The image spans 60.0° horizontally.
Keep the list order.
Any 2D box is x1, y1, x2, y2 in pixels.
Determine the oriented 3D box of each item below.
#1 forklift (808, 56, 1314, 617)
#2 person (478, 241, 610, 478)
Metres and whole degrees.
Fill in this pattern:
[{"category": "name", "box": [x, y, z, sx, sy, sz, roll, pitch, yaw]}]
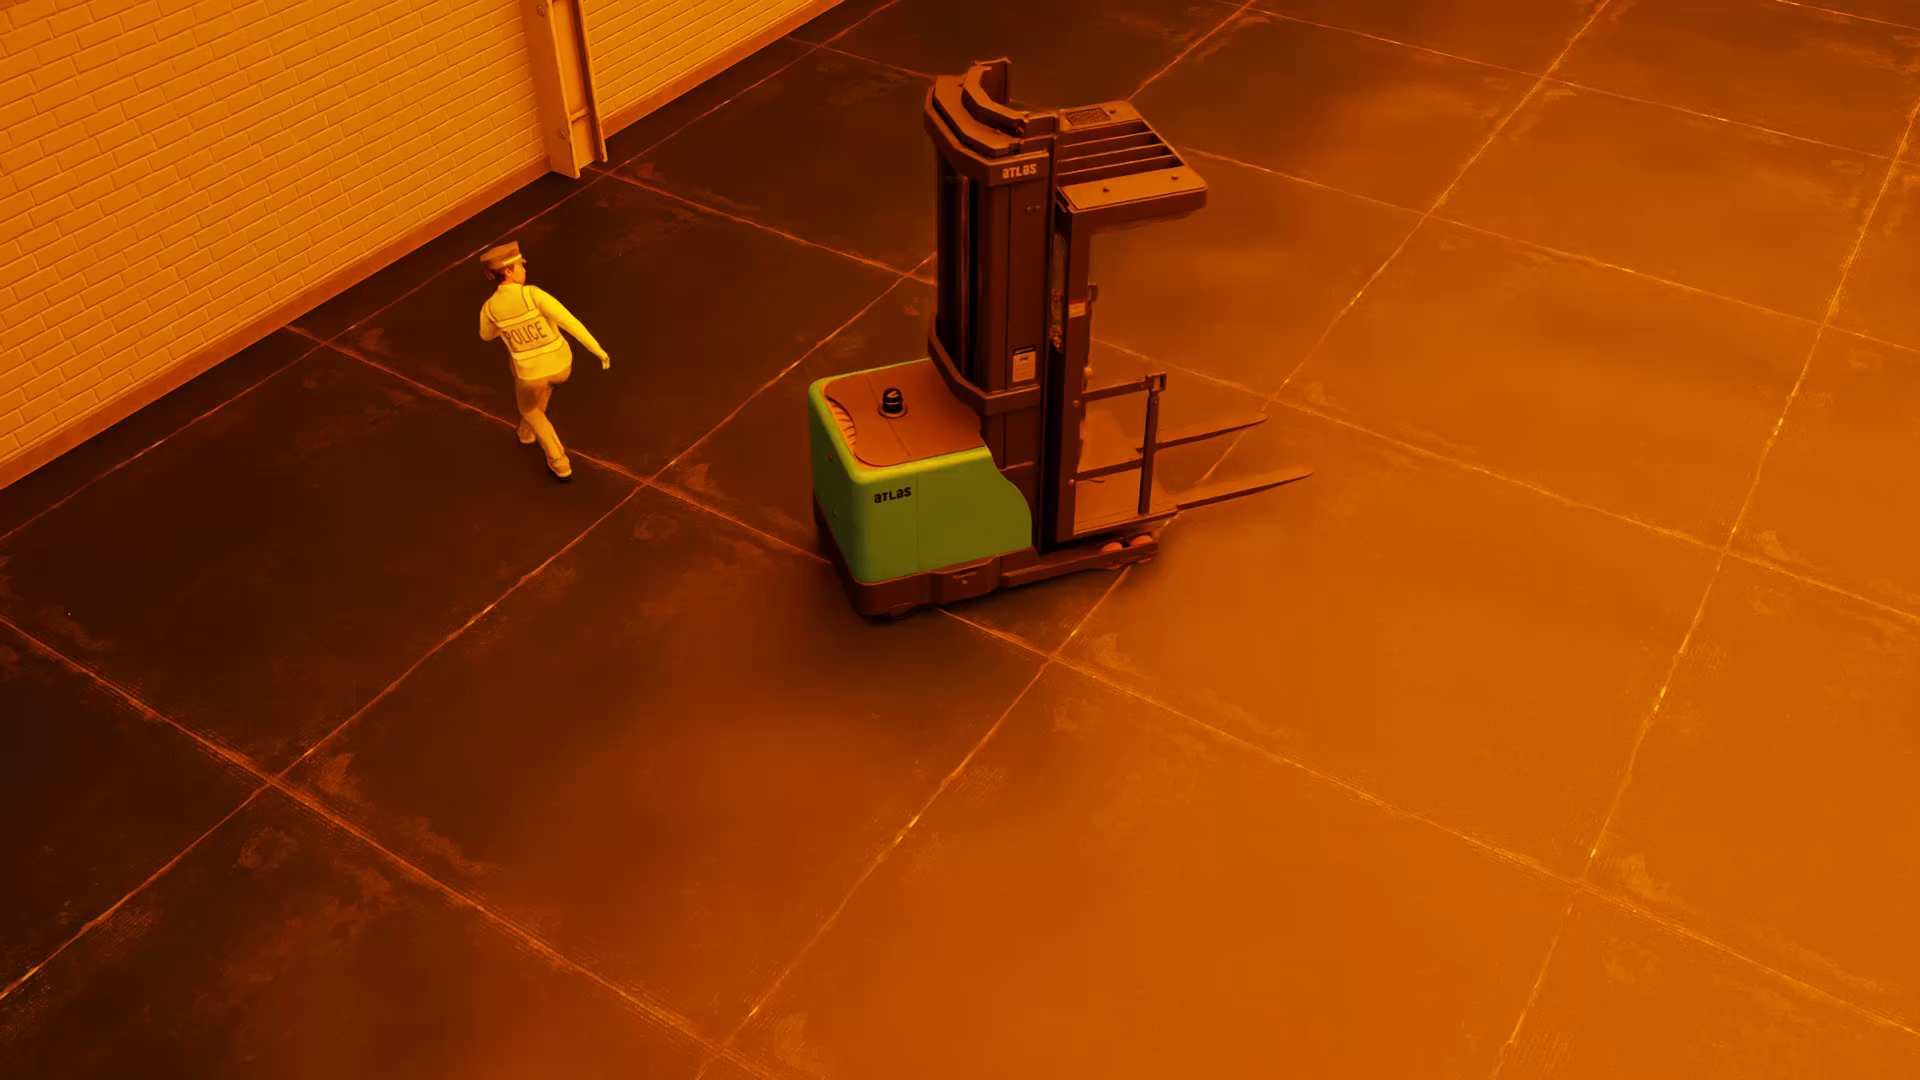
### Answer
[{"category": "forklift", "box": [0.675, -1.249, 9.441, 3.031, 2.935, 1.130, -13, 42, -15]}, {"category": "person", "box": [-2.618, -1.187, 10.461, 0.722, 1.553, 0.762, -14, 42, -16]}]
